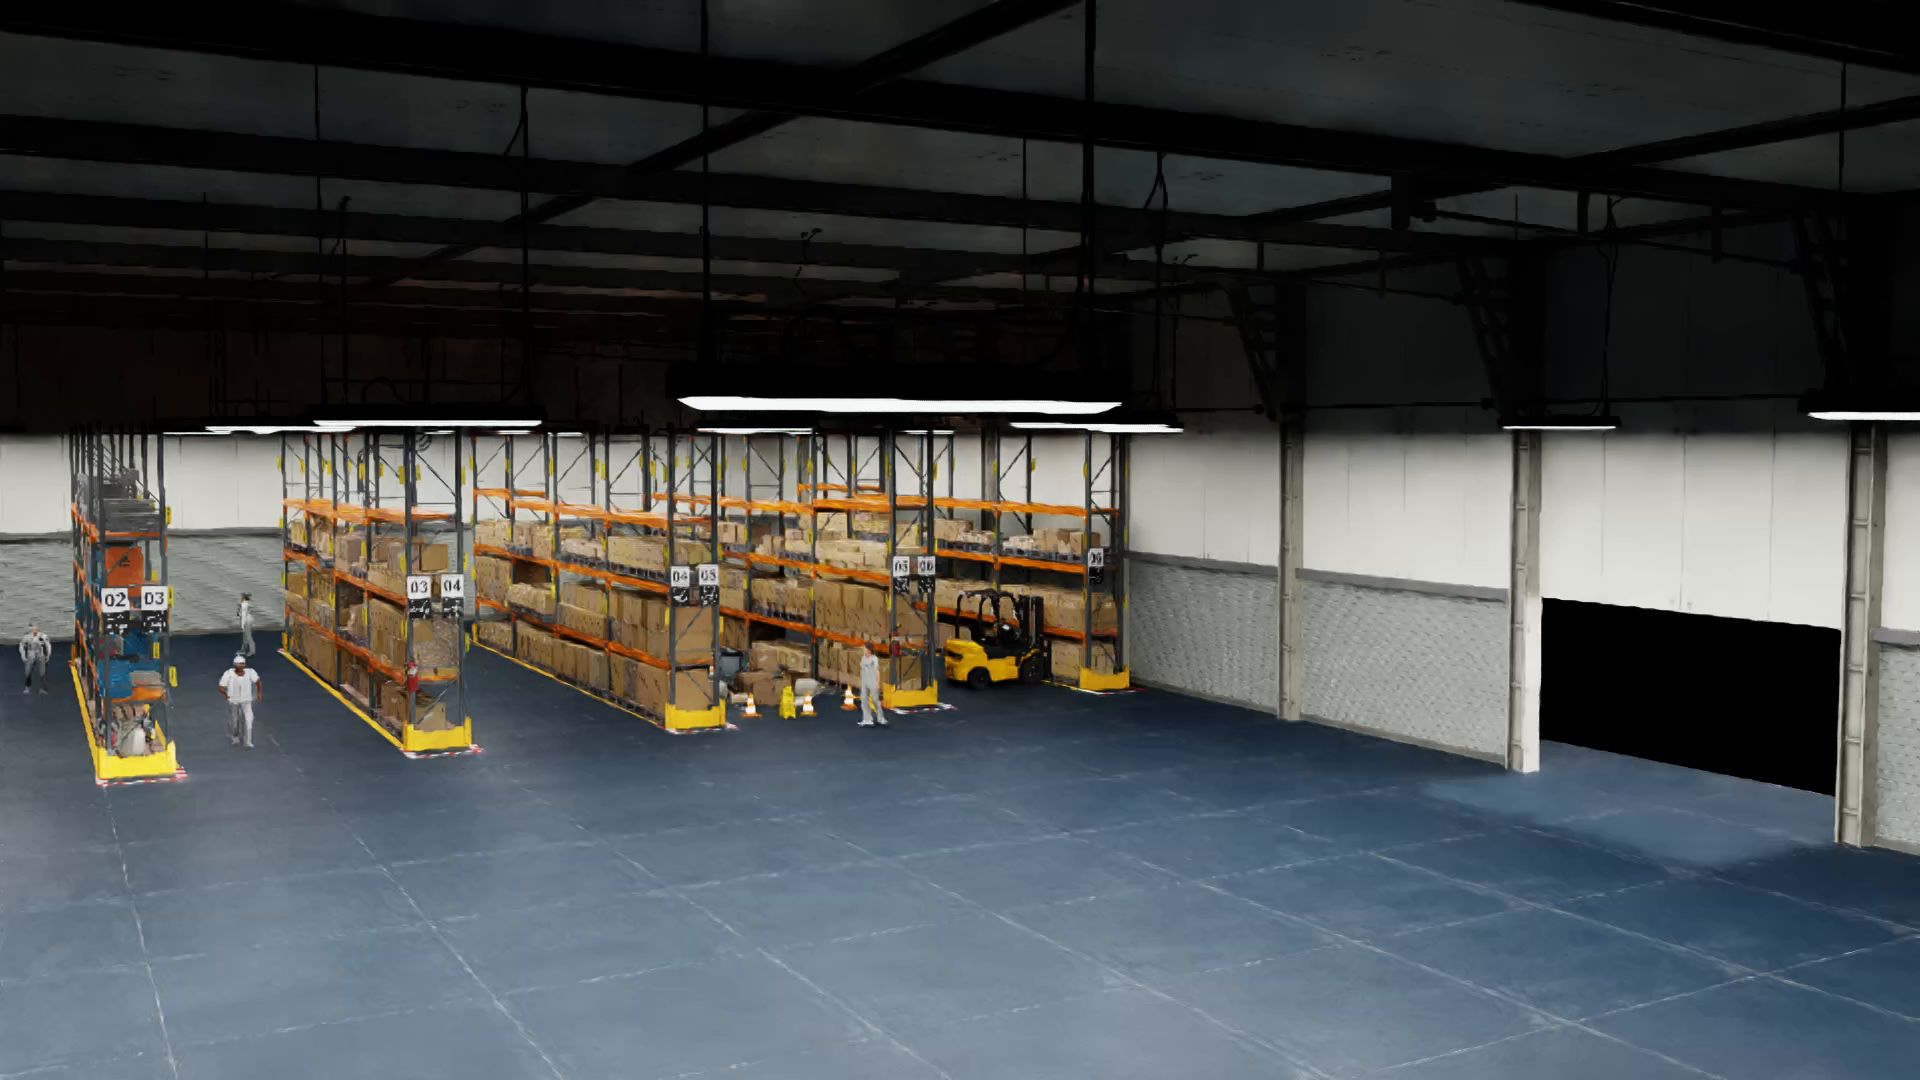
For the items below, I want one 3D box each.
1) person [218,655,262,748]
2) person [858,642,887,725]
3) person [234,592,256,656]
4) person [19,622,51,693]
[{"bbox_3d":[-13.332,2.966,30.811,0.734,1.697,0.856,-2,4,-24],"label":"person"},{"bbox_3d":[-1.751,2.851,33.134,0.560,1.665,0.523,3,4,36],"label":"person"},{"bbox_3d":[-18.779,2.182,43.633,0.593,1.666,0.666,-1,4,-9],"label":"person"},{"bbox_3d":[-20.635,2.622,37.113,0.639,1.632,0.498,-2,4,-31],"label":"person"}]
